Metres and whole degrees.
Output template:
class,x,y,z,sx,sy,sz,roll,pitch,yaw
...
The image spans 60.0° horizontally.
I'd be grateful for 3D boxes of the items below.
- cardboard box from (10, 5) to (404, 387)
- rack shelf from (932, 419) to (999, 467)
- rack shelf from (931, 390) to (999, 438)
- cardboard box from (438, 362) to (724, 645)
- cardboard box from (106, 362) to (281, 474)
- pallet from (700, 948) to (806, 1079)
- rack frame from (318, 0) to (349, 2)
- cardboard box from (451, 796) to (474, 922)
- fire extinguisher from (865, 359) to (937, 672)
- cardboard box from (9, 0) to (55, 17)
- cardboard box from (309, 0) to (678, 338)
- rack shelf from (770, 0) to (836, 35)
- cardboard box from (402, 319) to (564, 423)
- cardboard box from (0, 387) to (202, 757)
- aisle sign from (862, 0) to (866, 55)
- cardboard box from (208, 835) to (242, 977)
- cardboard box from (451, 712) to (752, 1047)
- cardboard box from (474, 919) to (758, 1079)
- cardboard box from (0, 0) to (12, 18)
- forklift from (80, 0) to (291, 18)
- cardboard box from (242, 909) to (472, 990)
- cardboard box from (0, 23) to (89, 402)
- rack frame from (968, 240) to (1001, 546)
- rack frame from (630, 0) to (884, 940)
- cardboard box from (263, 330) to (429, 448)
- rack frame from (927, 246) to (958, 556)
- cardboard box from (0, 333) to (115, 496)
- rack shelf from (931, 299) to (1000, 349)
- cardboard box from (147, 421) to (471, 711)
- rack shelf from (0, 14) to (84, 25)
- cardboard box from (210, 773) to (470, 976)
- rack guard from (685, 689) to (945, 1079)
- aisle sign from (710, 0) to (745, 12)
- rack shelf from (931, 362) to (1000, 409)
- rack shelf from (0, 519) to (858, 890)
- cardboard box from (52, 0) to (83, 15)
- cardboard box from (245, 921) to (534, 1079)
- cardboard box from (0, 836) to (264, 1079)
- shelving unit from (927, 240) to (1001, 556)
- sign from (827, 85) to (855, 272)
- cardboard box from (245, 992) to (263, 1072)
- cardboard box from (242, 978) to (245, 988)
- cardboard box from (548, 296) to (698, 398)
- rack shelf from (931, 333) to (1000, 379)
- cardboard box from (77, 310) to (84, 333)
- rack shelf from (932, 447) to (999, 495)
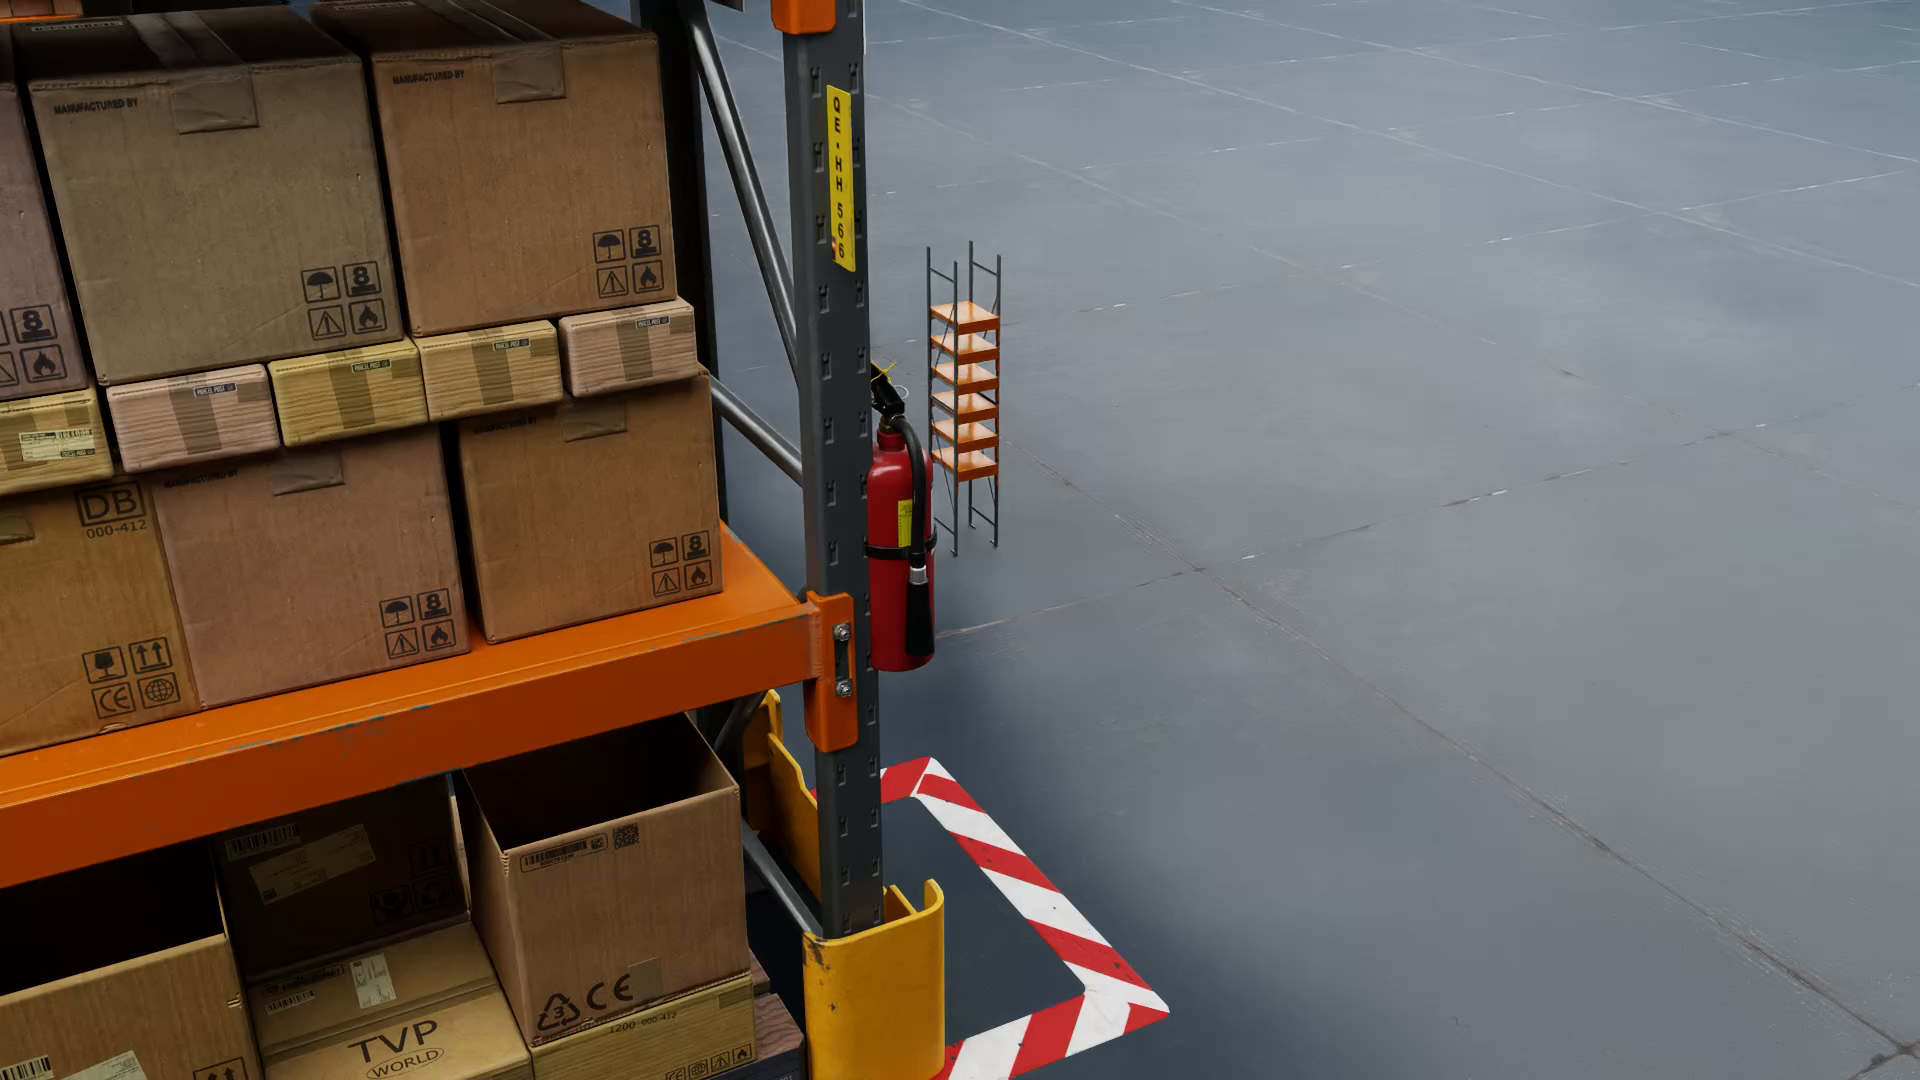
class,x,y,z,sx,sy,sz,roll,pitch,yaw
cardboard box,-1.388,-0.662,3.049,0.500,0.500,0.700,-14,29,-26
rack shelf,0.013,-0.396,6.568,0.180,0.103,0.258,-13,29,-25
rack shelf,0.013,-0.504,6.516,0.180,0.103,0.258,-13,29,-25
cardboard box,-0.880,-0.197,3.579,0.500,0.500,0.700,-13,29,-25
cardboard box,-1.389,-0.273,2.987,0.250,0.149,0.380,-13,28,-24
pallet,-1.117,1.187,4.035,1.213,0.211,1.003,-13,29,-25
rack frame,-2.790,-2.135,7.730,0.127,3.000,1.000,-13,29,-25
cardboard box,-1.040,0.832,4.243,0.500,0.250,0.500,-13,29,-25
fire extinguisher,-0.139,-0.054,3.486,0.183,0.674,0.296,-13,29,-25
cardboard box,-6.160,-3.575,11.020,0.250,0.149,0.380,-13,29,-25
cardboard box,-0.927,-0.771,3.276,0.500,0.500,0.700,-13,29,-25
rack shelf,-2.227,-0.863,2.447,4.000,0.370,1.077,-13,29,-25
cardboard box,-0.940,-0.375,3.201,0.250,0.149,0.380,-12,28,-24
cardboard box,-1.782,0.011,3.147,0.500,0.500,0.700,-13,28,-25
aisle sign,-0.266,-1.315,3.020,0.004,0.787,0.394,-13,29,-25
cardboard box,-1.916,0.704,3.644,0.500,0.500,0.500,-13,29,-25
cardboard box,-0.795,0.693,3.667,0.500,0.500,0.500,-13,29,-25
cardboard box,-0.796,1.030,3.831,0.500,0.250,0.500,-13,29,-25
cardboard box,-6.370,-3.515,10.896,0.250,0.149,0.380,-13,29,-25
forklift,-2.788,-0.943,5.327,3.031,2.935,1.130,-9,27,-17
cardboard box,-1.480,0.936,4.028,0.500,0.250,0.500,-13,29,-25
cardboard box,-1.833,-0.559,2.834,0.500,0.500,0.700,-13,28,-25
rack frame,0.093,-0.562,6.535,0.006,1.200,0.240,-13,29,-25
rack frame,-0.462,-0.242,3.789,0.127,3.000,1.000,-13,29,-25
cardboard box,-1.166,-0.323,3.092,0.250,0.149,0.380,-13,29,-26
rack frame,-0.068,-0.525,6.458,0.006,1.200,0.240,-13,29,-25
cardboard box,-1.620,-0.219,2.876,0.250,0.149,0.380,-12,28,-24
rack shelf,0.013,-0.828,6.360,0.180,0.103,0.258,-13,29,-25
cardboard box,-1.341,-0.088,3.353,0.500,0.500,0.700,-12,28,-24
rack shelf,-6.885,-3.295,10.978,4.000,0.370,1.077,-13,29,-25
cardboard box,-1.480,0.597,3.867,0.500,0.500,0.500,-13,29,-25
rack guard,-0.441,0.880,4.340,0.348,0.500,1.175,-13,29,-25
aisle sign,-0.548,-1.544,3.498,0.004,0.787,0.394,-13,29,-25
rack shelf,0.013,-0.612,6.464,0.180,0.103,0.258,-13,29,-25
rack shelf,-2.227,0.489,3.096,4.000,0.370,1.077,-13,29,-25
cardboard box,-5.920,-3.610,11.093,0.250,0.149,0.380,-13,29,-25
cardboard box,-1.232,1.136,3.609,0.500,0.250,0.500,-13,29,-25
cardboard box,-1.671,0.902,3.231,0.500,0.500,0.500,-13,29,-25
shelving unit,0.013,-0.544,6.496,0.189,1.200,0.258,-13,29,-25
sign,-0.219,-0.661,3.049,0.005,0.325,0.100,-13,29,-25
cardboard box,-1.672,1.239,3.395,0.500,0.250,0.500,-13,29,-25
cardboard box,-1.921,1.037,3.816,0.500,0.250,0.500,-13,29,-25
cardboard box,-0.710,-0.429,3.313,0.250,0.149,0.380,-14,29,-26
rack shelf,0.013,-0.720,6.412,0.180,0.103,0.258,-13,29,-25
cardboard box,-1.820,-0.371,3.192,0.250,0.149,0.380,-14,29,-27
rack shelf,0.013,-0.287,6.620,0.180,0.103,0.258,-13,29,-25
